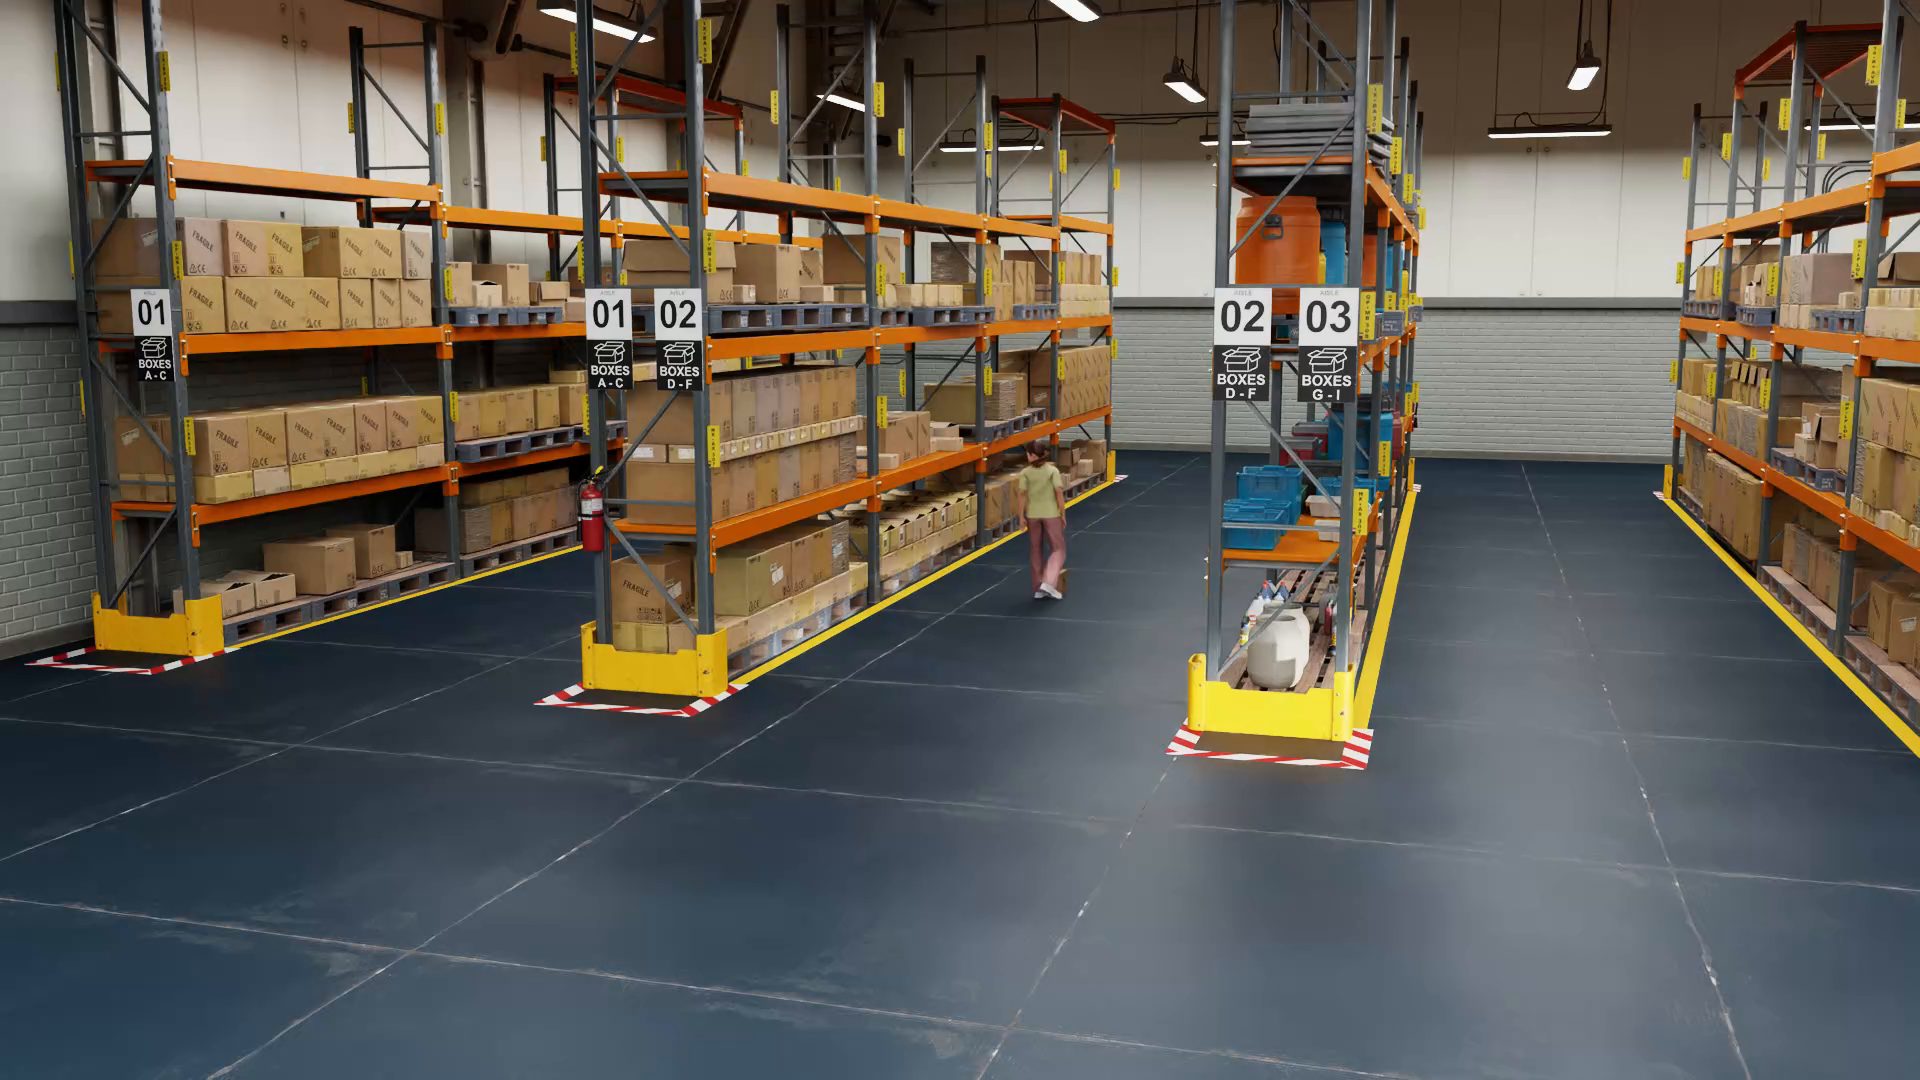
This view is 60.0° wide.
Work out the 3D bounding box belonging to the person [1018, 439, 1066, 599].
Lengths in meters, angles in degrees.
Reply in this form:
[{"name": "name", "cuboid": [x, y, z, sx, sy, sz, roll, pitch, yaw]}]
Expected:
[{"name": "person", "cuboid": [0.853, -0.204, 17.131, 0.486, 1.669, 0.705, 3, 9, 17]}]
